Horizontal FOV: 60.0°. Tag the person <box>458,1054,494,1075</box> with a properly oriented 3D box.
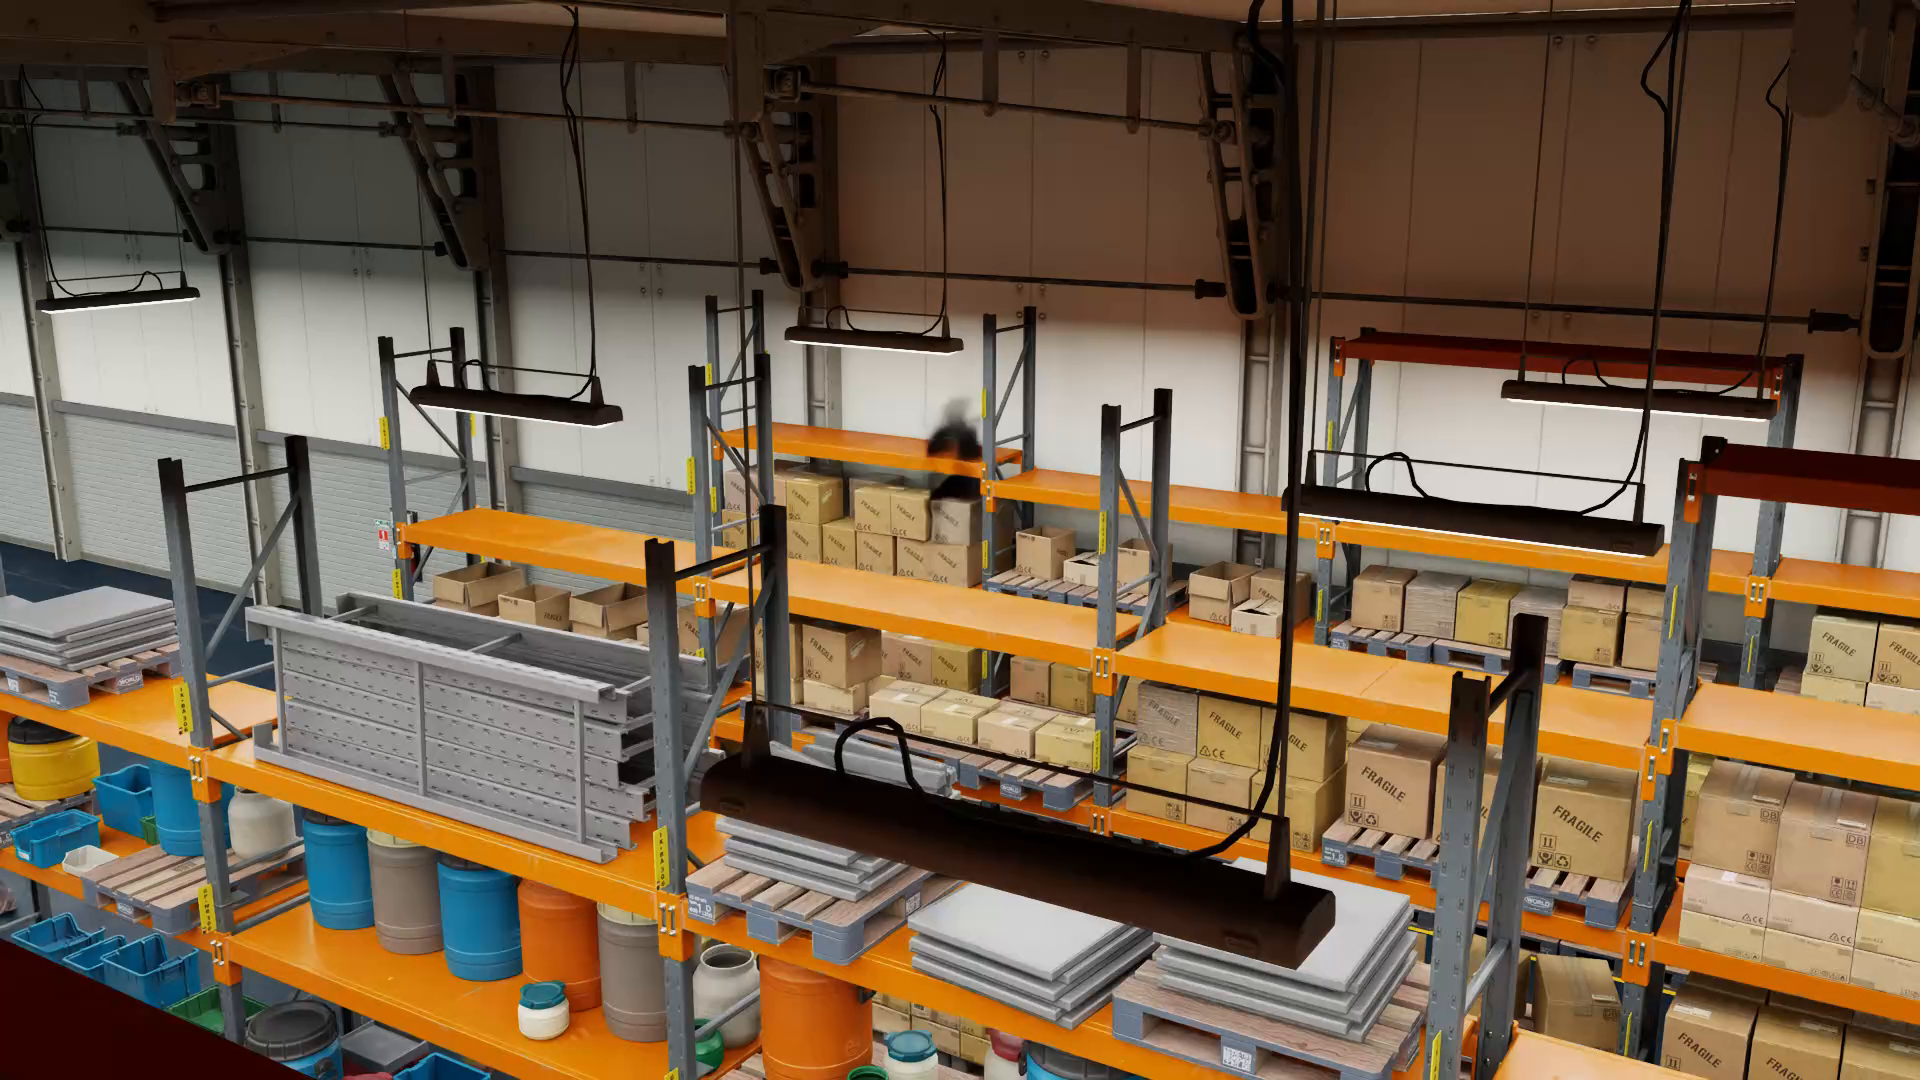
[{"bbox_3d":[-3.780,4.110,13.230,0.589,1.618,0.578,9,17,33],"label":"person"}]

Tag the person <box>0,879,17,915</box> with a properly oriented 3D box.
[{"bbox_3d":[-10.160,3.136,17.175,0.558,1.610,0.548,-8,16,-29],"label":"person"}]
